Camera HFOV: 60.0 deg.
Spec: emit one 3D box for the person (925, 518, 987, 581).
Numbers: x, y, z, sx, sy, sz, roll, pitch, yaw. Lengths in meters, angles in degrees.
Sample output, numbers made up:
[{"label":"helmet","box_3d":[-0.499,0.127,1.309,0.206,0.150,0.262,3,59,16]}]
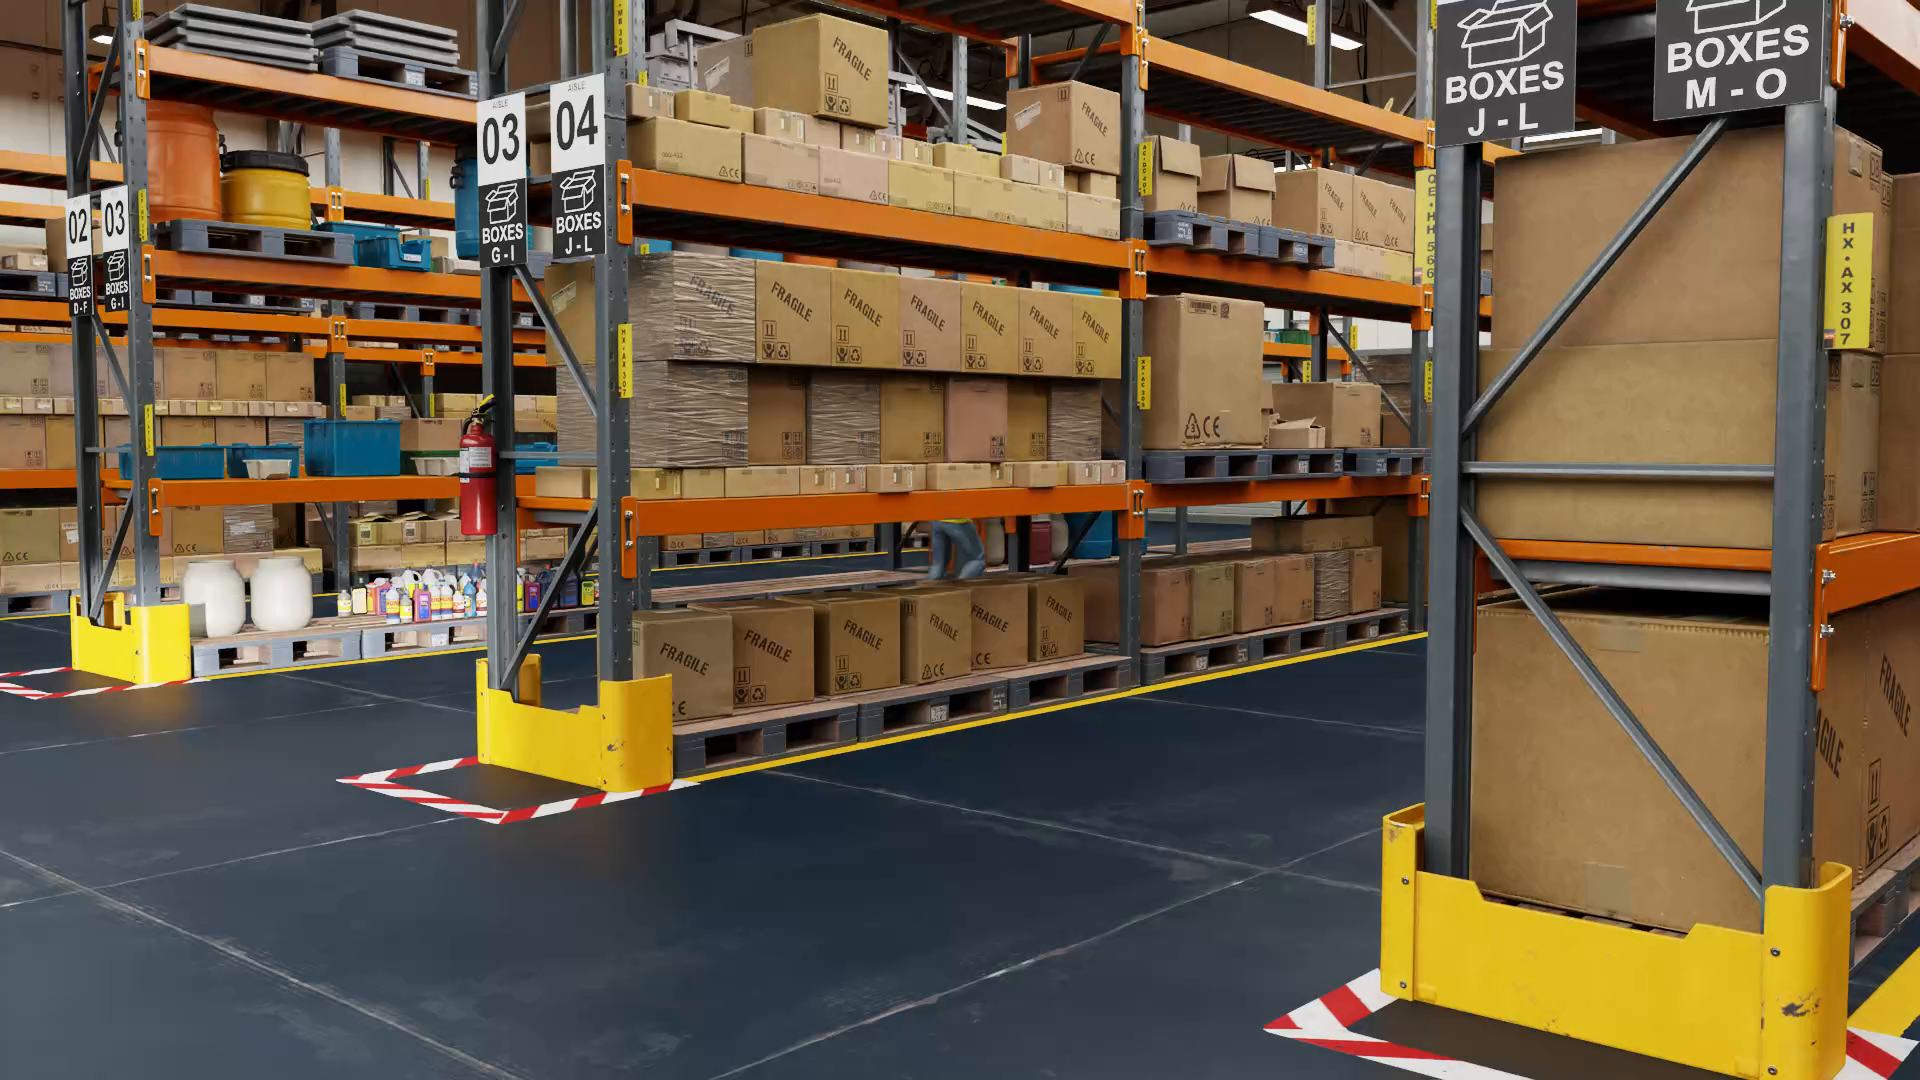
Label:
[{"label":"person","box_3d":[-0.059,-0.163,14.778,0.725,1.691,0.635,3,4,36]}]
